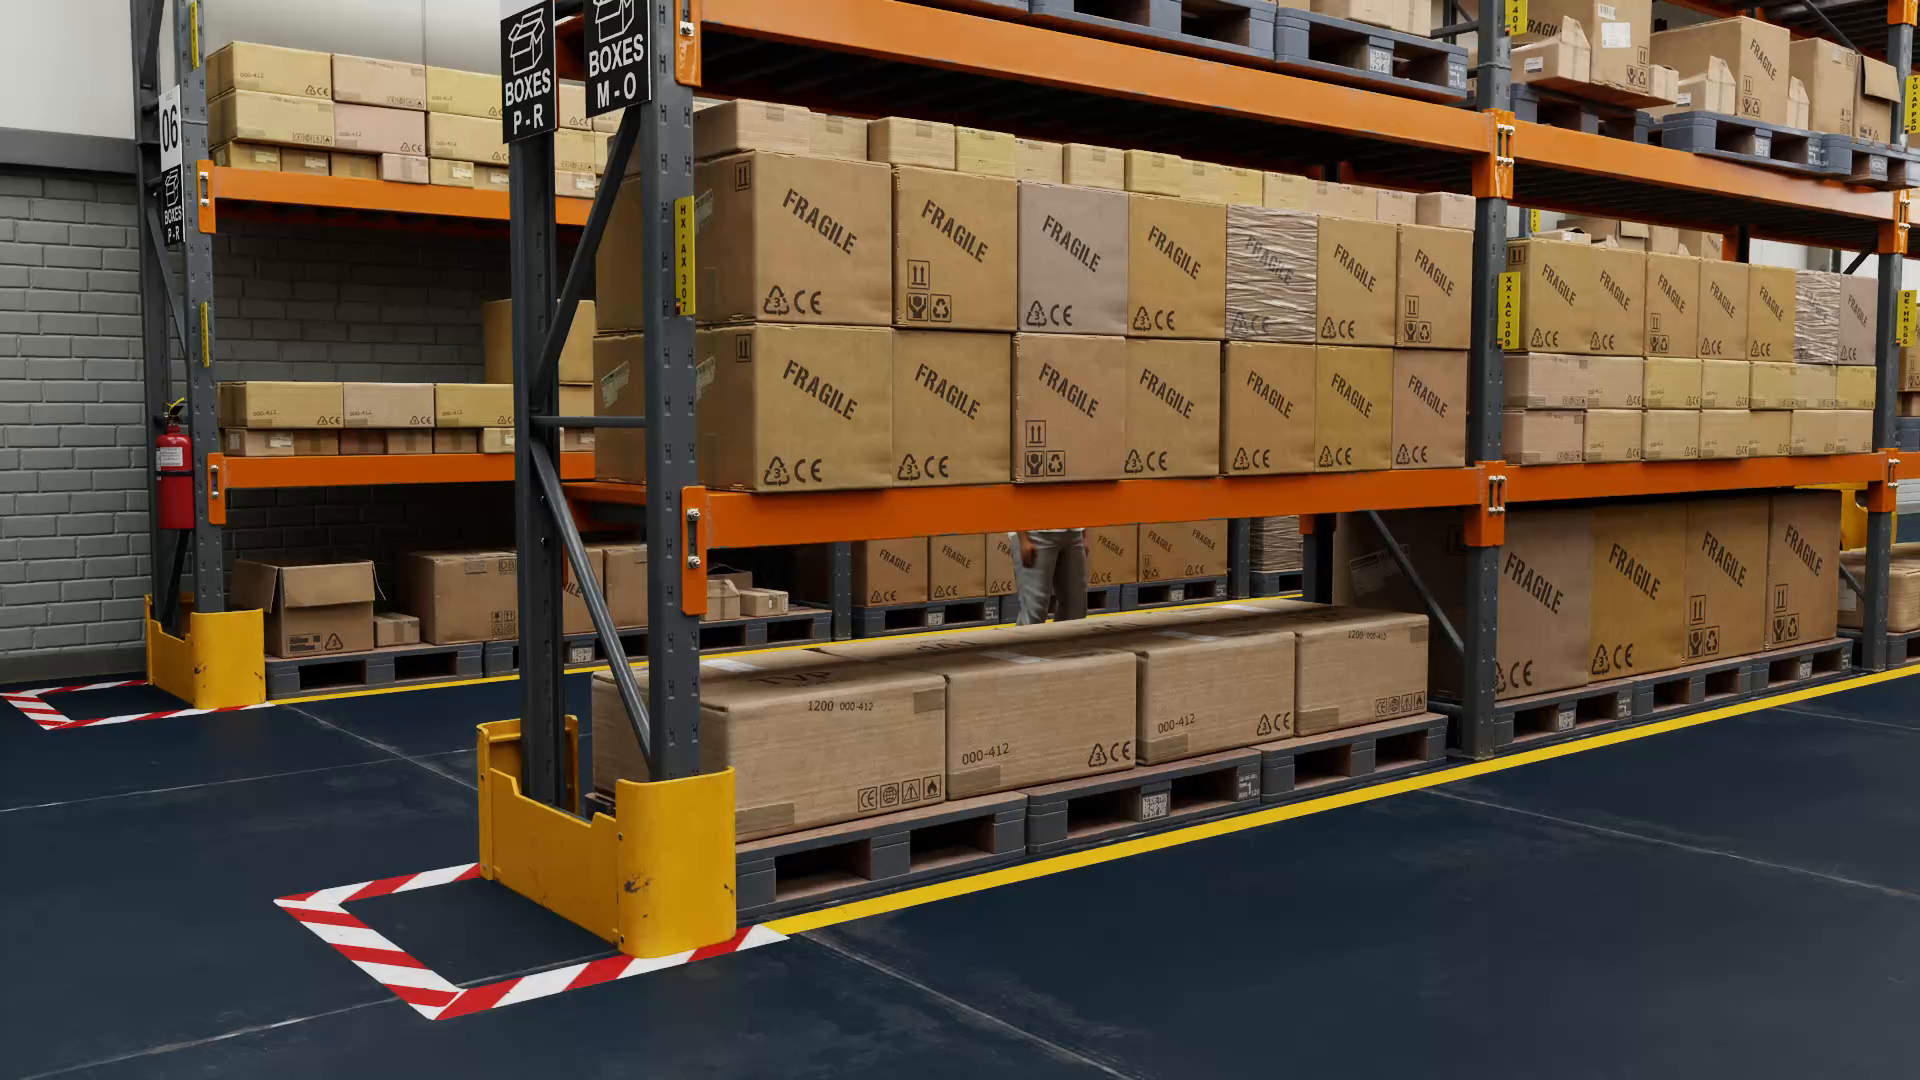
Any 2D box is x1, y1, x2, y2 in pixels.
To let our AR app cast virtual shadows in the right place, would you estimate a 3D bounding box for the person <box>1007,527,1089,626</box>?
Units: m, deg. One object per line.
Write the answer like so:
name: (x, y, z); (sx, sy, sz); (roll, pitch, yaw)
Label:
person: (0.505, 0.012, 9.064); (0.555, 1.665, 0.467); (-4, 6, -42)
